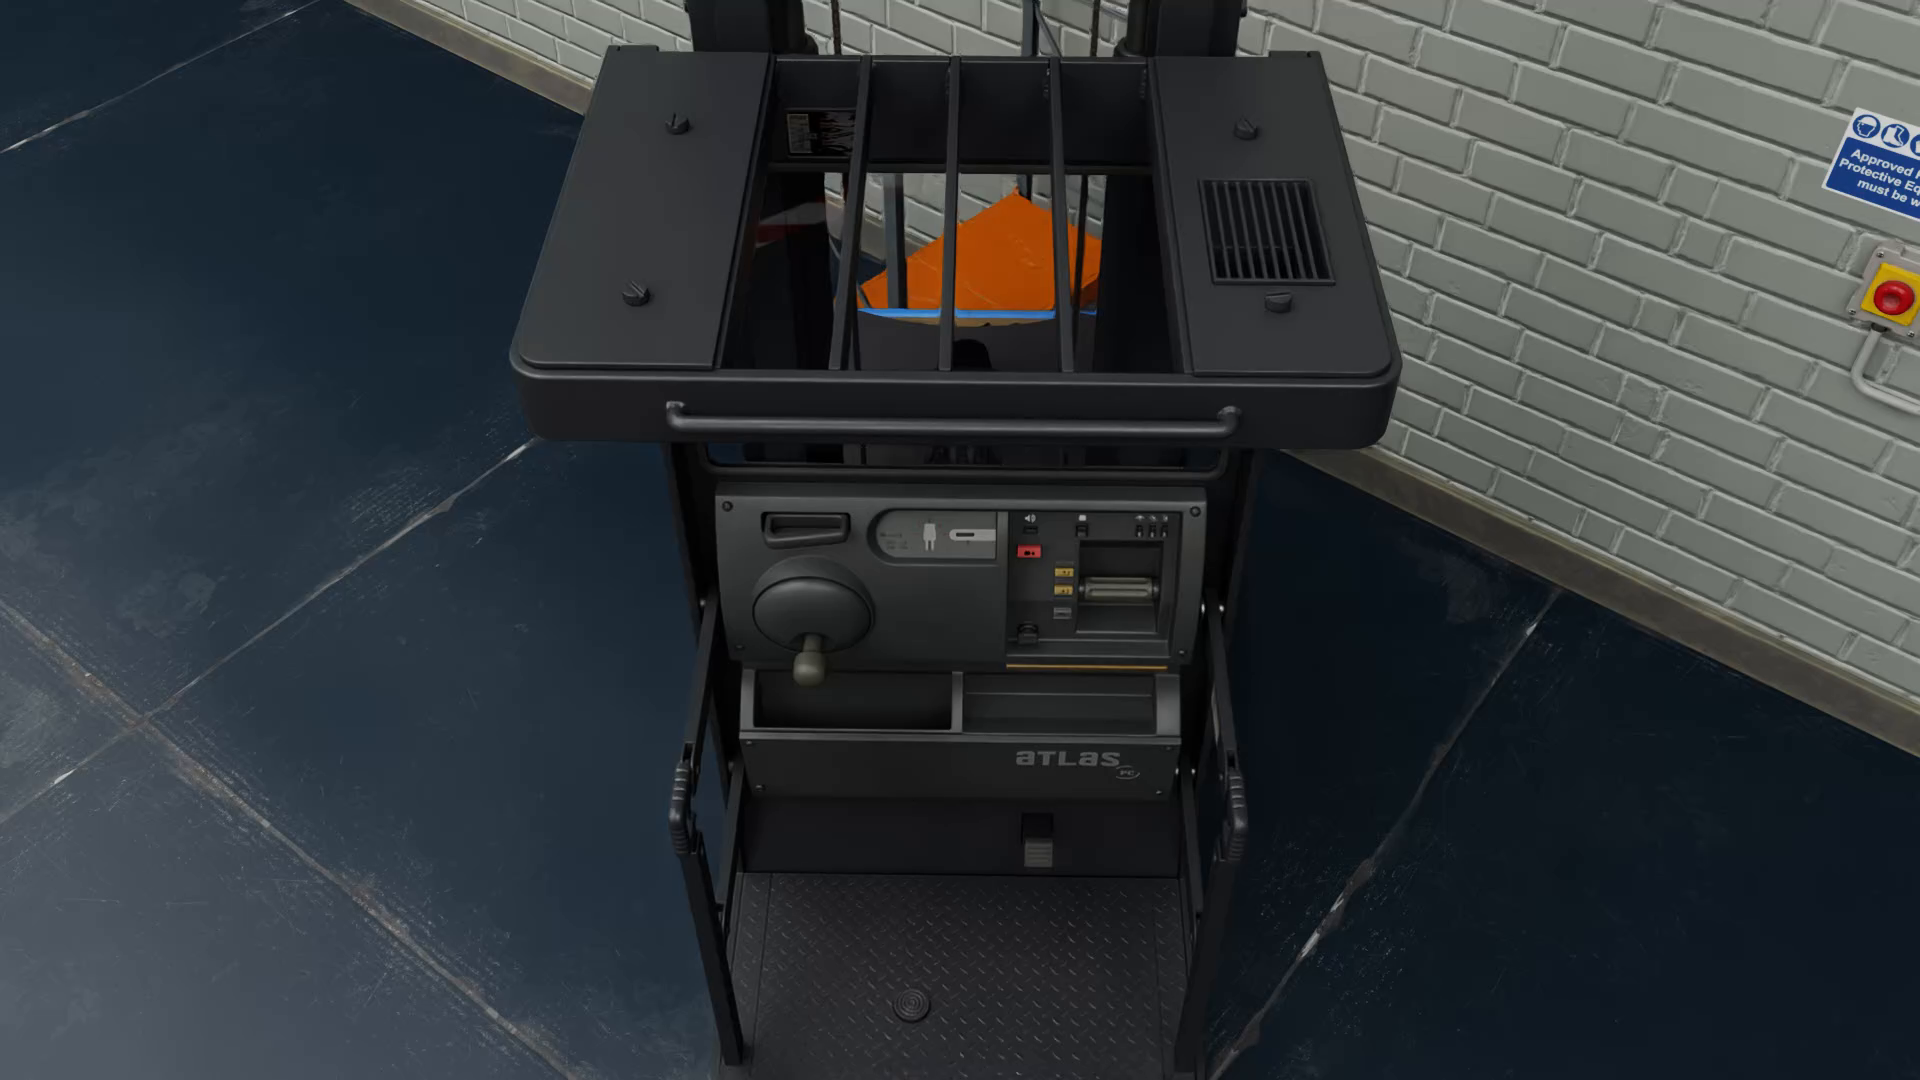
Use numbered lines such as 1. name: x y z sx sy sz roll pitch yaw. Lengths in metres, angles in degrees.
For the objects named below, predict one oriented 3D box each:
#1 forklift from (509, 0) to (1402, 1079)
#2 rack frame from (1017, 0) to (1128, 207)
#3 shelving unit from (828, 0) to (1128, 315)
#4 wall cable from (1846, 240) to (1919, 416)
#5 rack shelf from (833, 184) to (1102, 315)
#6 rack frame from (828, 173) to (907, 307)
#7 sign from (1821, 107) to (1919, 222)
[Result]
1. forklift: 0.000 0.185 3.047 1.130 2.935 3.031 1 46 1
2. rack frame: 0.378 -1.103 5.267 0.500 1.500 0.032 35 56 29
3. shelving unit: 0.030 -0.845 5.020 0.587 1.500 1.083 35 56 29
4. wall cable: 2.168 -1.049 3.454 0.585 1.953 0.123 29 53 25
5. rack shelf: 0.023 -0.716 5.145 0.538 0.185 1.000 35 56 29
6. rack frame: -0.331 -0.576 4.763 0.500 1.500 0.032 35 56 29
7. sign: 2.167 -0.837 3.788 0.327 0.218 0.001 29 53 25
